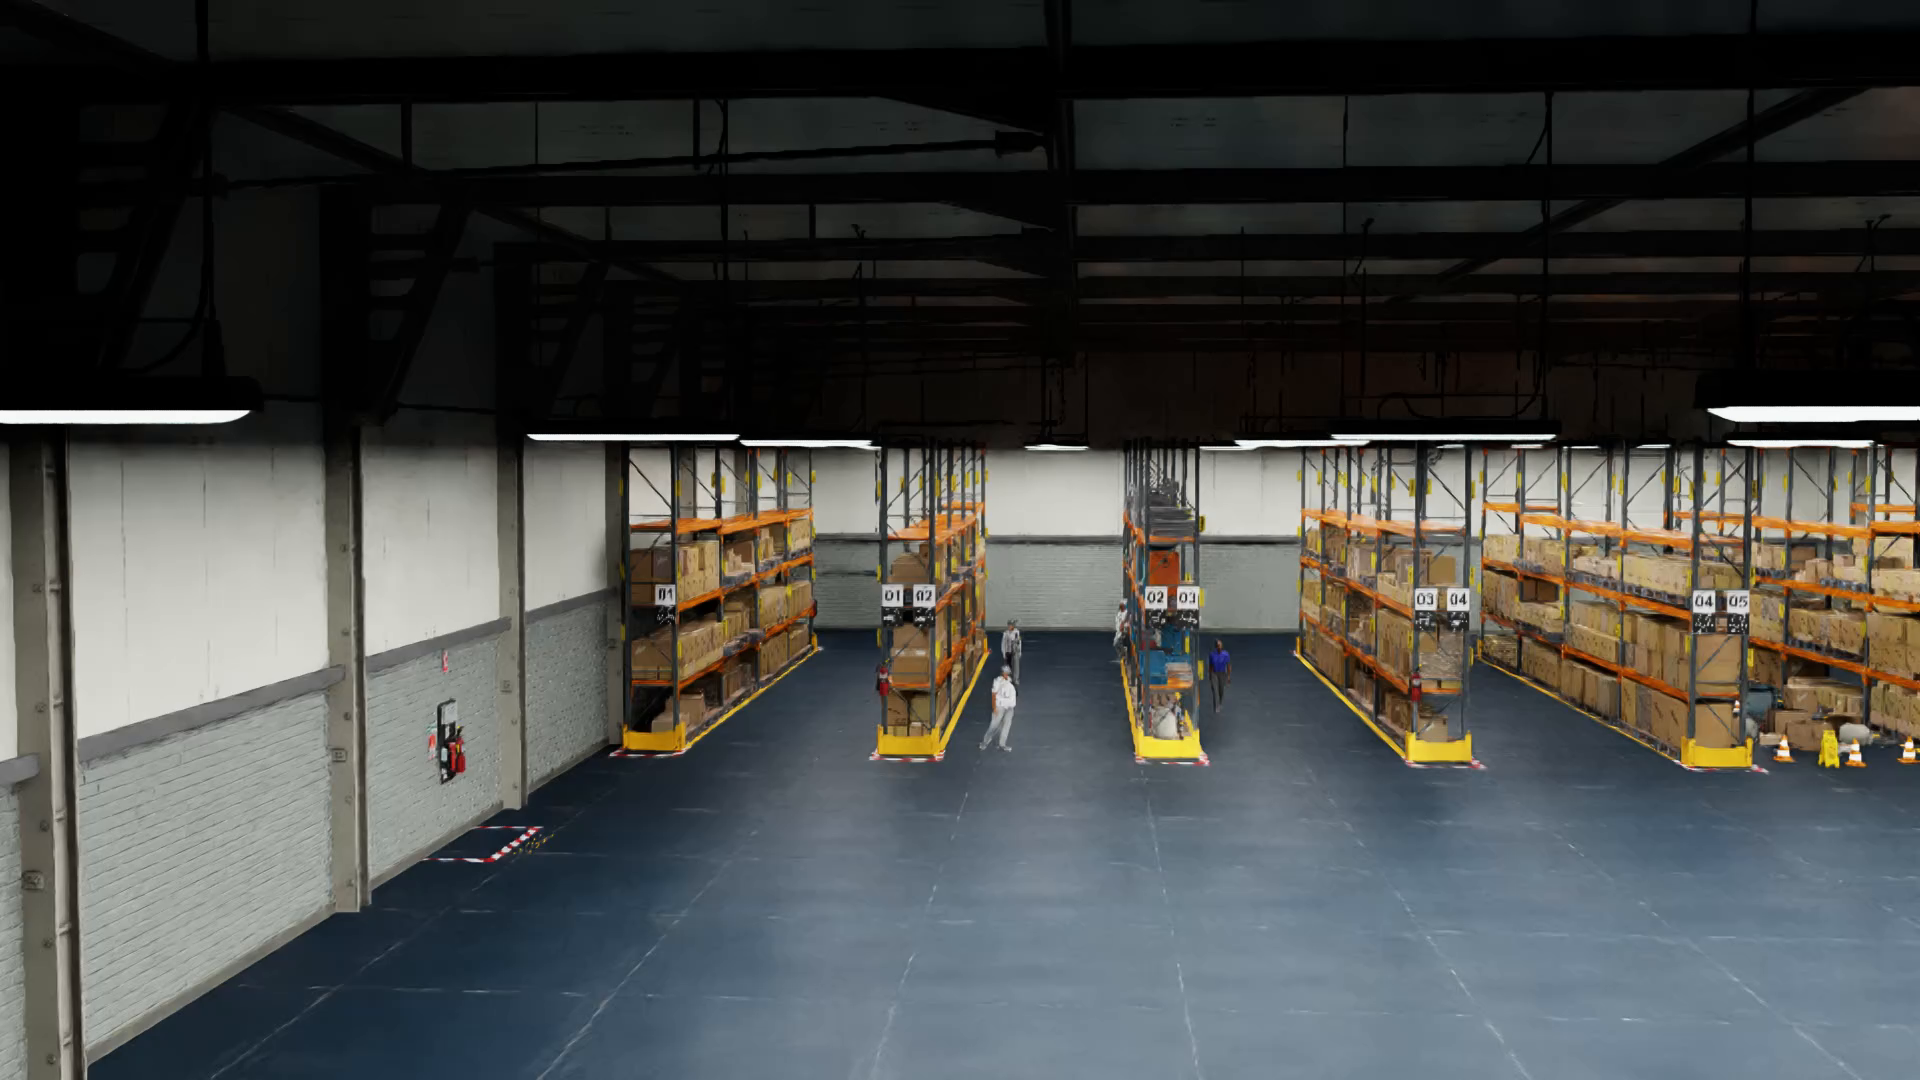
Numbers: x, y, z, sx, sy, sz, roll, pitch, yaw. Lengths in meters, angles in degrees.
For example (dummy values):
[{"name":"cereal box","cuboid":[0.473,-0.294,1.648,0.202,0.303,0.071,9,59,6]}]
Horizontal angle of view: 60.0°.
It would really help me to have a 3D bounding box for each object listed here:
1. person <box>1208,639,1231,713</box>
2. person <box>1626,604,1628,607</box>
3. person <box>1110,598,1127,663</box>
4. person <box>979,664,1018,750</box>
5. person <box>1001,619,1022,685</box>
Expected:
[{"name":"person","cuboid":[5.695,2.966,36.464,0.461,1.596,0.999,0,3,3]},{"name":"person","cuboid":[17.611,2.509,44.194,0.570,1.664,0.590,1,3,17]},{"name":"person","cuboid":[4.272,2.433,44.405,0.522,1.771,0.763,0,3,4]},{"name":"person","cuboid":[0.726,3.196,31.754,0.673,1.656,0.536,-2,4,-37]},{"name":"person","cuboid":[1.263,2.721,40.782,0.498,1.585,1.075,0,3,2]}]
